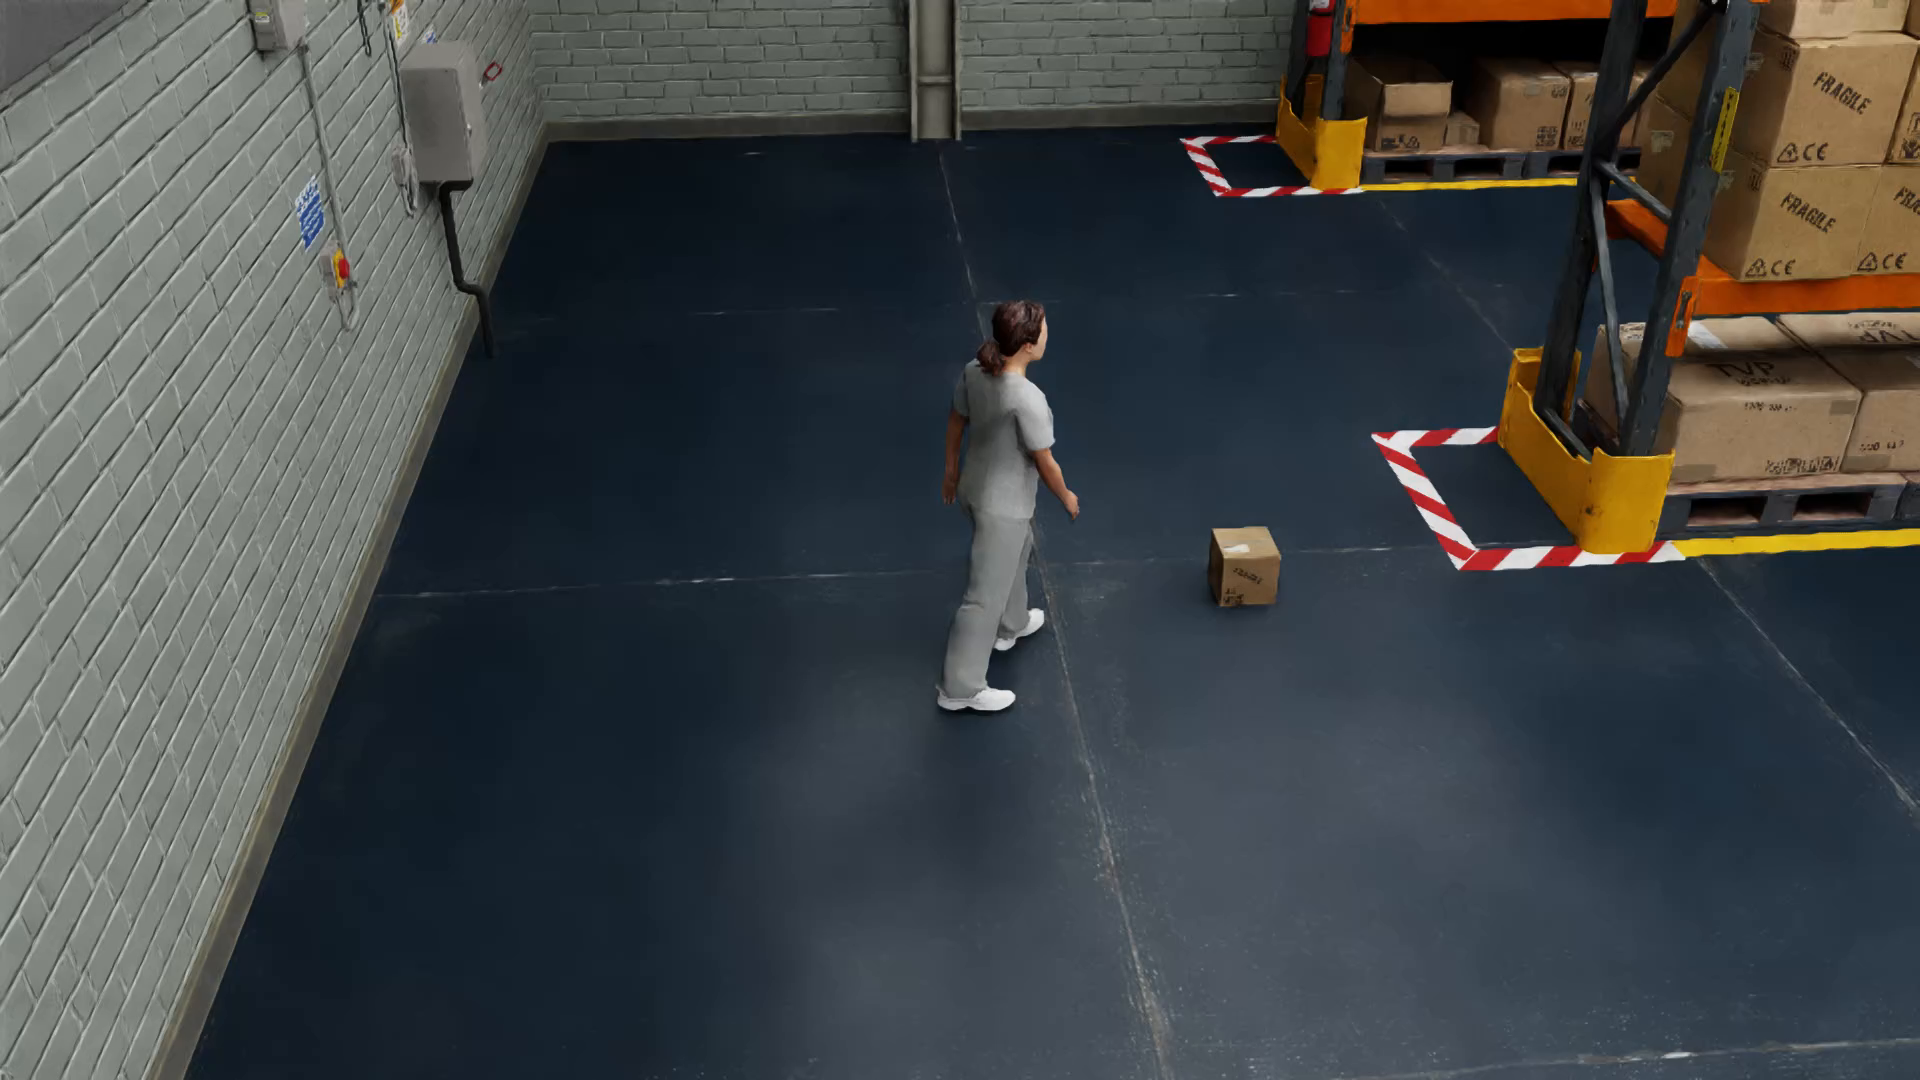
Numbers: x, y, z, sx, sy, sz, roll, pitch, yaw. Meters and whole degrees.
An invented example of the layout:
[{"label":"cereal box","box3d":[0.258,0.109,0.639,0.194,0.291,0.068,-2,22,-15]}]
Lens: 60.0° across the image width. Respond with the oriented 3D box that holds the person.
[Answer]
[{"label":"person","box3d":[0.163,-0.160,6.412,0.676,1.640,0.543,-15,34,-24]}]
